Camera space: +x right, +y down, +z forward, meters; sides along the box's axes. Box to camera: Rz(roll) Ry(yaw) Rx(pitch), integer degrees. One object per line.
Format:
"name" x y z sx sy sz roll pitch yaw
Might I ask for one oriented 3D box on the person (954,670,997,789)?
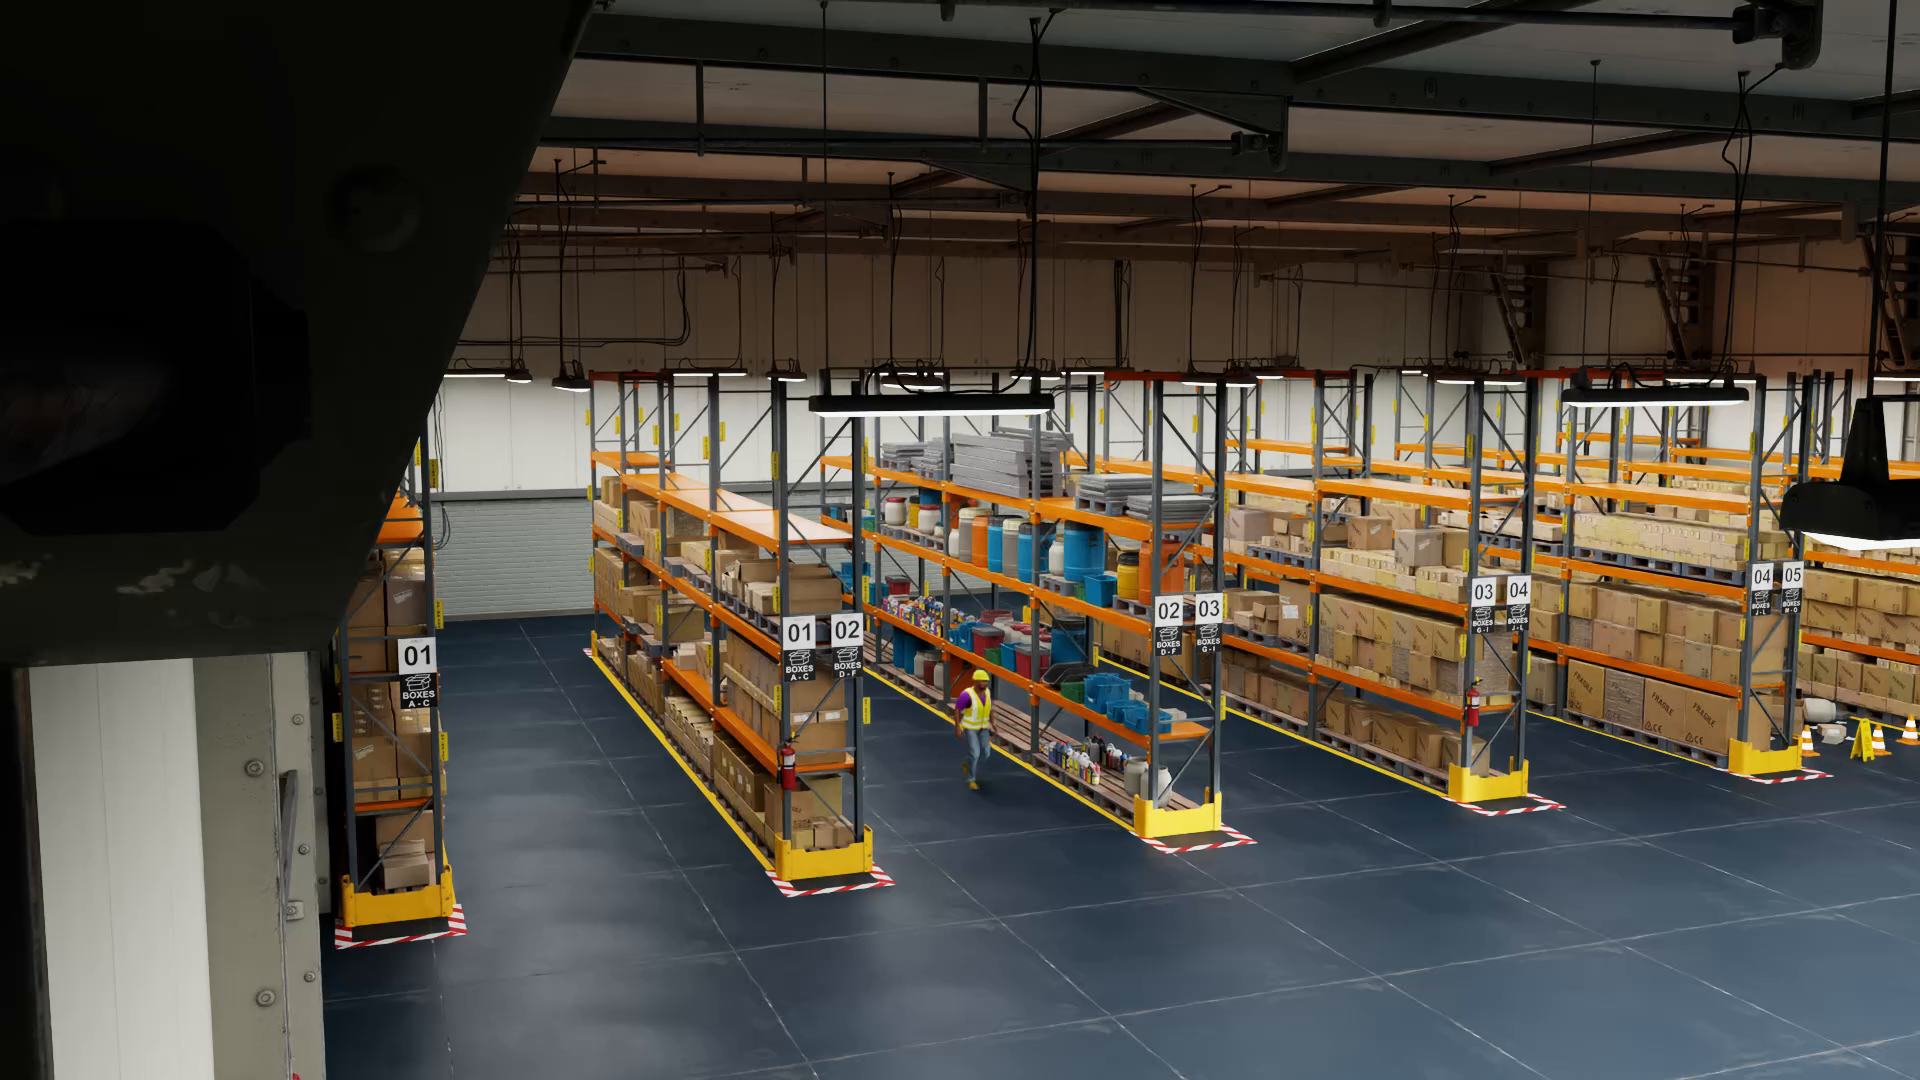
"person" 0.174 2.753 24.448 0.642 1.738 0.665 -5 8 -40
